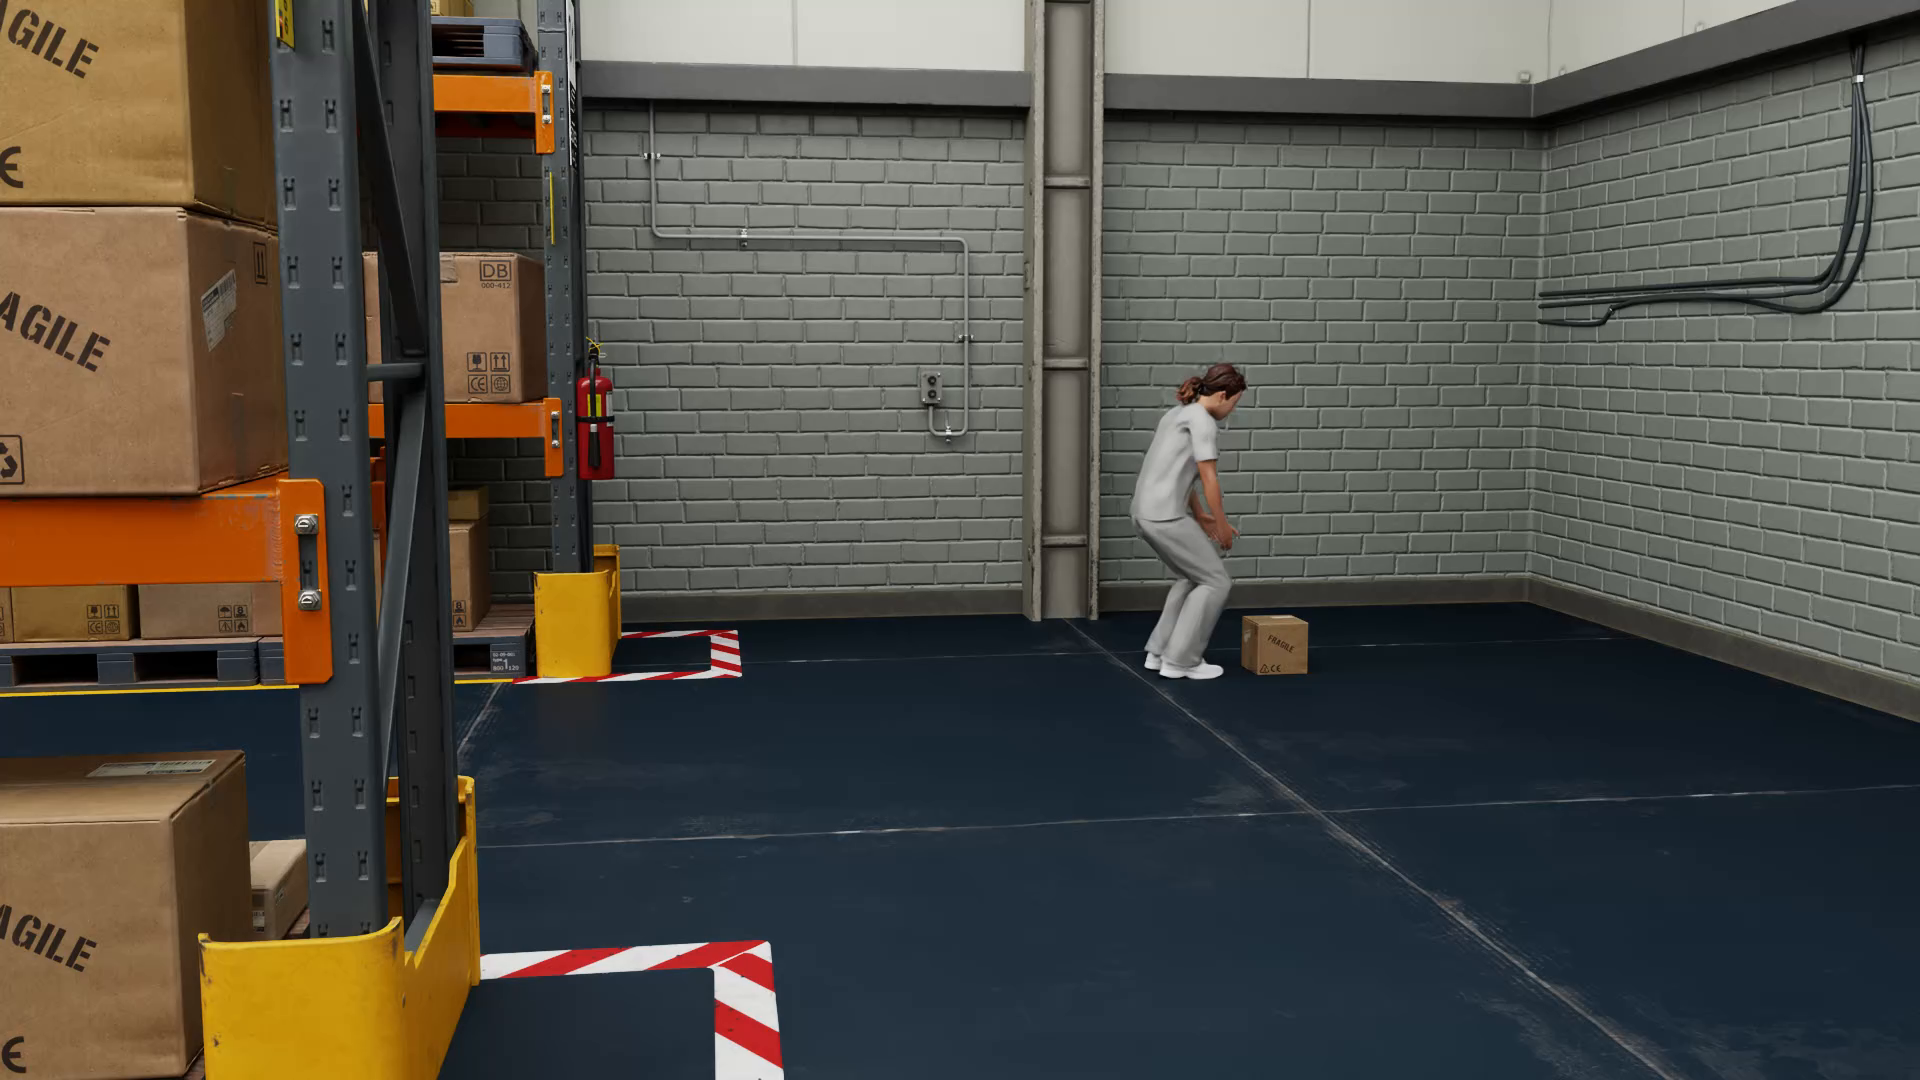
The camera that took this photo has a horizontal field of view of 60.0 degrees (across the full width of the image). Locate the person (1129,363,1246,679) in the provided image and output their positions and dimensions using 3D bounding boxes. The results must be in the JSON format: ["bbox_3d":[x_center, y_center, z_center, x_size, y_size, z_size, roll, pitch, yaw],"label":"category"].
[{"bbox_3d":[1.091,-0.098,7.993,0.553,1.493,0.486,-1,7,-8],"label":"person"}]
